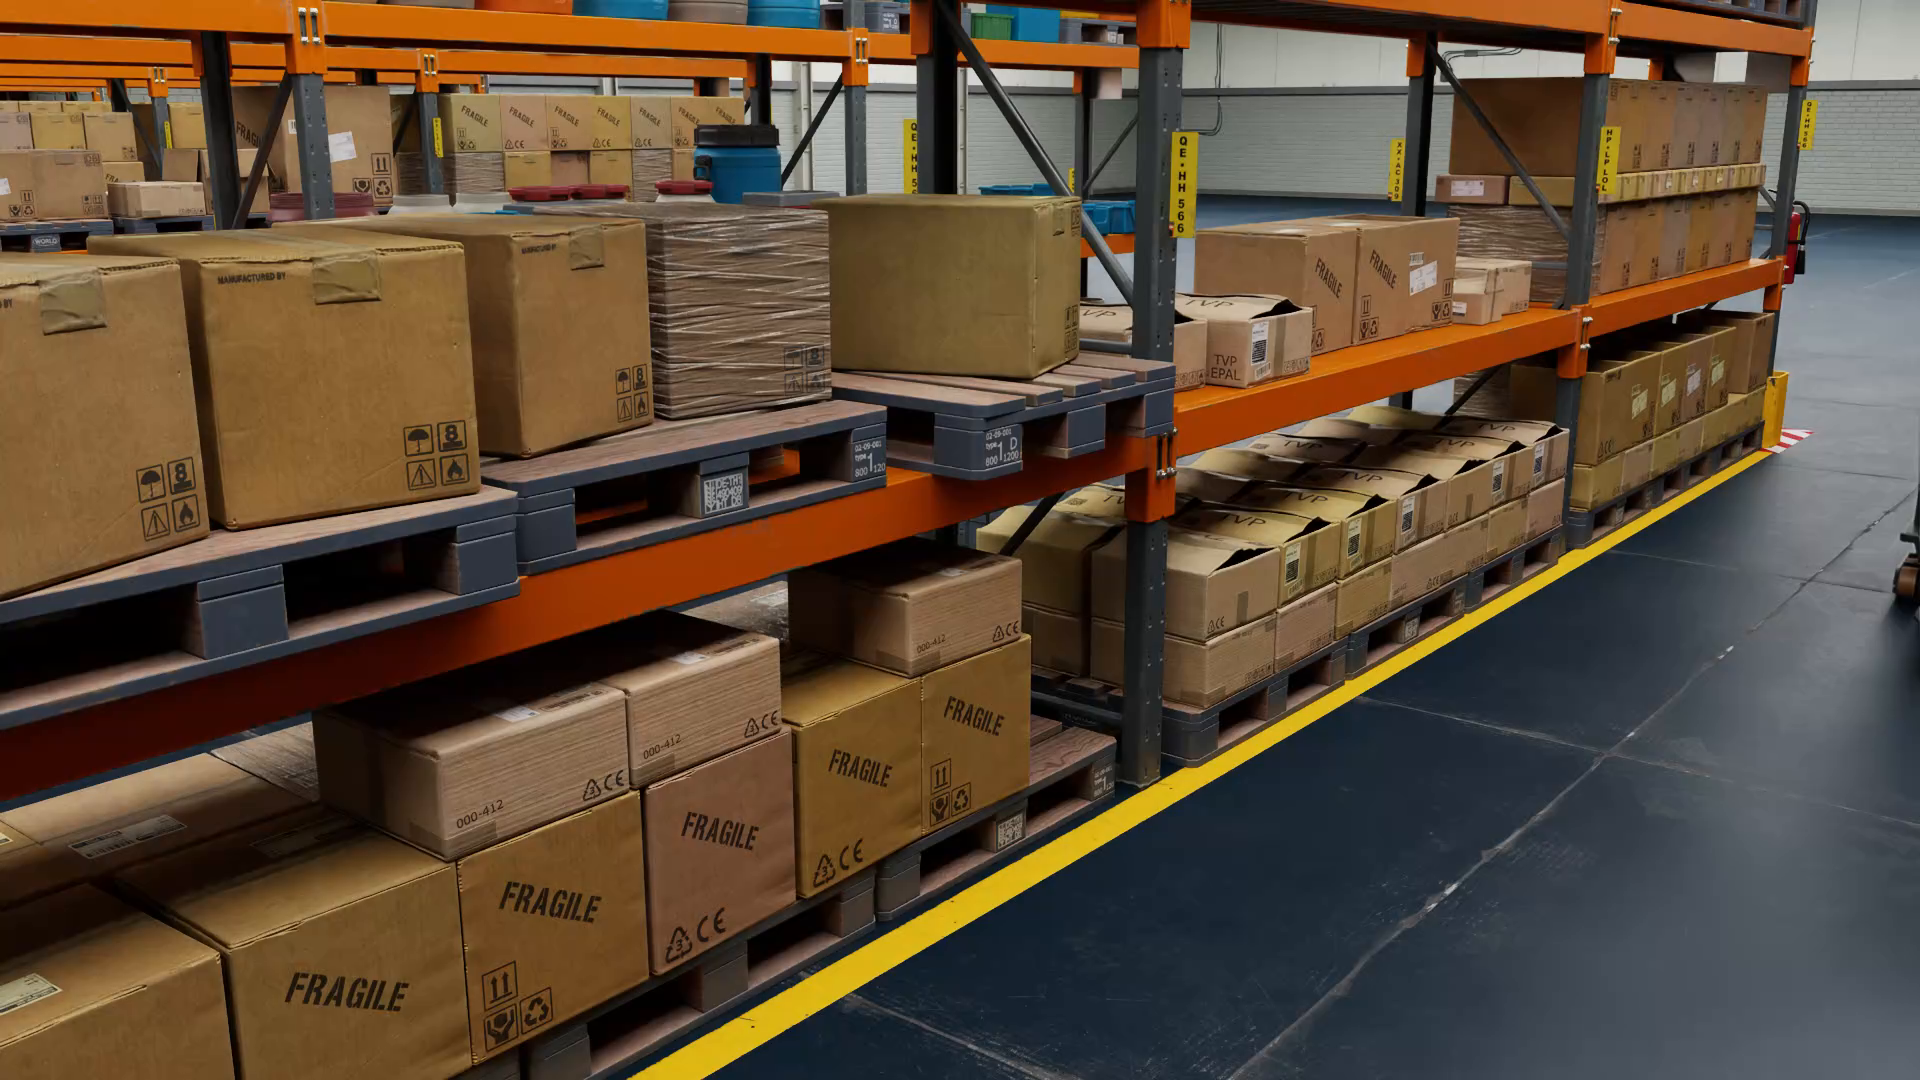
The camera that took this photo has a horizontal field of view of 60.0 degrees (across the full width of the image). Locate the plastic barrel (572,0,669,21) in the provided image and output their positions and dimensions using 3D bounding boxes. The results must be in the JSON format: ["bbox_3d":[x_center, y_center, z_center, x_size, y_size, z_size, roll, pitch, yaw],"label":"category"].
[{"bbox_3d":[-2.036,-3.527,9.803,0.600,0.901,0.708,11,18,38],"label":"plastic barrel"}]

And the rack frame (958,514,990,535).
[{"bbox_3d":[0.067,-0.602,9.055,0.240,1.200,0.006,11,18,38],"label":"rack frame"}]

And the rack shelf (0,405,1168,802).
[{"bbox_3d":[-0.983,0.053,4.281,1.077,0.370,4.000,11,18,38],"label":"rack shelf"}]

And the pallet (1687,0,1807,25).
[{"bbox_3d":[4.837,-3.490,10.856,1.003,0.211,1.213,11,18,38],"label":"pallet"}]

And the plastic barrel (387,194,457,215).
[{"bbox_3d":[-3.096,-1.730,9.612,0.421,0.512,0.421,0,14,0],"label":"plastic barrel"}]

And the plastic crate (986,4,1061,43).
[{"bbox_3d":[0.487,-4.012,12.763,0.392,0.384,0.575,11,18,38],"label":"plastic crate"}]

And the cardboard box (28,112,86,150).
[{"bbox_3d":[-9.339,-4.103,16.949,0.700,0.500,0.500,11,18,37],"label":"cardboard box"}]

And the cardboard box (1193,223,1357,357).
[{"bbox_3d":[1.316,-1.051,6.963,0.500,0.500,0.500,10,17,35],"label":"cardboard box"}]

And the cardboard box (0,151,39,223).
[{"bbox_3d":[-7.121,-2.574,12.105,0.500,0.500,0.500,9,17,31],"label":"cardboard box"}]

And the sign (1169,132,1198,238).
[{"bbox_3d":[0.702,-1.119,5.244,0.100,0.325,0.005,11,18,38],"label":"sign"}]

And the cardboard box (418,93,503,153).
[{"bbox_3d":[-4.434,-3.702,14.766,0.500,0.500,0.500,11,18,38],"label":"cardboard box"}]

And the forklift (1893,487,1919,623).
[{"bbox_3d":[5.126,-1.122,7.587,1.130,2.935,3.031,10,17,34],"label":"forklift"}]

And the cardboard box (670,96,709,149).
[{"bbox_3d":[-2.864,-4.181,16.651,0.500,0.500,0.500,11,18,38],"label":"cardboard box"}]

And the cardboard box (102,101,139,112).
[{"bbox_3d":[-11.246,-5.540,22.000,0.700,0.500,0.500,11,18,37],"label":"cardboard box"}]

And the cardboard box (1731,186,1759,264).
[{"bbox_3d":[4.998,-2.171,11.375,0.700,0.500,0.500,11,18,38],"label":"cardboard box"}]

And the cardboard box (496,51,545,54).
[{"bbox_3d":[-4.104,-4.508,14.988,0.500,0.250,0.500,11,18,37],"label":"cardboard box"}]

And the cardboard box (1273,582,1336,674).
[{"bbox_3d":[1.147,0.300,6.583,0.500,0.250,0.500,11,18,36],"label":"cardboard box"}]

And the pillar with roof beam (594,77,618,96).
[{"bbox_3d":[-4.220,-10.591,32.536,9.100,9.000,0.400,11,18,38],"label":"pillar with roof beam"}]

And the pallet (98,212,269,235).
[{"bbox_3d":[-6.217,-2.504,13.279,1.003,0.211,1.213,11,18,38],"label":"pallet"}]

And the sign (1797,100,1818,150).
[{"bbox_3d":[5.715,-2.800,11.219,0.100,0.325,0.005,11,18,38],"label":"sign"}]

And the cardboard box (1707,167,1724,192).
[{"bbox_3d":[4.561,-2.273,10.457,0.380,0.149,0.250,12,19,39],"label":"cardboard box"}]

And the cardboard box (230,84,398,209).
[{"bbox_3d":[-5.523,-3.342,14.114,1.000,1.000,1.000,11,18,38],"label":"cardboard box"}]

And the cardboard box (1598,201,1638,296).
[{"bbox_3d":[3.388,-1.681,9.443,0.700,0.500,0.500,11,18,37],"label":"cardboard box"}]

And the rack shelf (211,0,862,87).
[{"bbox_3d":[-2.320,-2.934,9.948,1.077,0.370,4.000,11,18,38],"label":"rack shelf"}]

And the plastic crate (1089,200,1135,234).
[{"bbox_3d":[1.370,-2.763,14.210,0.499,0.251,0.616,11,18,38],"label":"plastic crate"}]

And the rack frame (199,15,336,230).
[{"bbox_3d":[-3.577,-1.445,8.721,1.000,3.000,0.127,11,18,38],"label":"rack frame"}]

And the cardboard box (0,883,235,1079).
[{"bbox_3d":[-1.747,1.031,3.155,0.500,0.500,0.500,10,18,35],"label":"cardboard box"}]

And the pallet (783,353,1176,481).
[{"bbox_3d":[-0.098,-0.445,5.170,1.213,0.211,1.003,11,18,38],"label":"pallet"}]

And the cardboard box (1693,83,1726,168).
[{"bbox_3d":[4.323,-2.592,10.395,0.700,0.500,0.500,11,18,38],"label":"cardboard box"}]

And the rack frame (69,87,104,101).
[{"bbox_3d":[-13.972,-6.045,26.826,1.000,3.000,0.127,11,18,38],"label":"rack frame"}]

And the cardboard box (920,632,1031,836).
[{"bbox_3d":[-0.131,0.536,5.106,0.500,0.500,0.500,12,19,40],"label":"cardboard box"}]

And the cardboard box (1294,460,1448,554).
[{"bbox_3d":[1.800,-0.173,7.306,0.500,0.311,0.500,11,18,37],"label":"cardboard box"}]

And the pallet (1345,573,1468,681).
[{"bbox_3d":[1.589,0.289,7.556,1.003,0.211,1.213,11,18,38],"label":"pallet"}]

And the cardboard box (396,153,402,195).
[{"bbox_3d":[-6.722,-4.417,20.113,0.875,0.550,0.550,11,18,38],"label":"cardboard box"}]

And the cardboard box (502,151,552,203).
[{"bbox_3d":[-4.242,-3.337,15.361,0.875,0.500,0.500,11,18,38],"label":"cardboard box"}]

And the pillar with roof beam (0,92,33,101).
[{"bbox_3d":[-11.762,-8.293,23.489,9.100,9.000,0.400,11,18,38],"label":"pillar with roof beam"}]

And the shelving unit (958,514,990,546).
[{"bbox_3d":[0.009,-0.584,8.986,0.258,1.200,0.189,11,18,38],"label":"shelving unit"}]

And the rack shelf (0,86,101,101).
[{"bbox_3d":[-15.229,-6.767,25.038,1.077,0.370,4.000,11,18,38],"label":"rack shelf"}]

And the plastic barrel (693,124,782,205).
[{"bbox_3d":[-1.541,-2.427,11.568,0.600,0.901,0.708,11,18,38],"label":"plastic barrel"}]

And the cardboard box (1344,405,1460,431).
[{"bbox_3d":[2.334,-0.546,8.774,0.500,0.311,0.500,11,18,38],"label":"cardboard box"}]

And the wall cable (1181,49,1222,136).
[{"bbox_3d":[6.625,-13.559,50.525,3.097,2.526,0.112,11,18,38],"label":"wall cable"}]

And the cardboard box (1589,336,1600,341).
[{"bbox_3d":[3.544,-0.991,10.142,0.500,0.500,0.500,11,18,38],"label":"cardboard box"}]

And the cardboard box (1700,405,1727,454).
[{"bbox_3d":[4.577,-0.739,10.672,0.500,0.250,0.500,11,18,38],"label":"cardboard box"}]

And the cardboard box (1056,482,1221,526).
[{"bbox_3d":[0.733,-0.060,6.859,0.500,0.311,0.500,11,18,37],"label":"cardboard box"}]

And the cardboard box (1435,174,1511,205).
[{"bbox_3d":[2.792,-1.892,8.959,0.380,0.149,0.250,11,18,37],"label":"cardboard box"}]

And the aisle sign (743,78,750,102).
[{"bbox_3d":[-2.129,-4.969,17.313,0.394,0.787,0.004,11,18,38],"label":"aisle sign"}]

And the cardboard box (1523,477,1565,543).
[{"bbox_3d":[2.753,-0.191,8.514,0.500,0.250,0.500,11,18,37],"label":"cardboard box"}]

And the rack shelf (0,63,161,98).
[{"bbox_3d":[-9.966,-4.487,16.062,1.077,0.370,4.000,11,18,38],"label":"rack shelf"}]

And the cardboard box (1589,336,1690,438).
[{"bbox_3d":[3.951,-0.910,9.823,0.500,0.500,0.500,11,18,38],"label":"cardboard box"}]

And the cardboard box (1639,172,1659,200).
[{"bbox_3d":[3.749,-2.024,9.479,0.380,0.149,0.250,11,18,36],"label":"cardboard box"}]

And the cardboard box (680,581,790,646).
[{"bbox_3d":[-0.559,0.464,5.387,0.500,0.500,0.500,10,18,36],"label":"cardboard box"}]

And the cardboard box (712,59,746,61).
[{"bbox_3d":[-2.506,-4.993,16.900,0.500,0.250,0.500,12,18,39],"label":"cardboard box"}]

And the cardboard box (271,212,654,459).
[{"bbox_3d":[-1.178,-0.512,3.990,0.700,0.500,0.500,6,16,23],"label":"cardboard box"}]
